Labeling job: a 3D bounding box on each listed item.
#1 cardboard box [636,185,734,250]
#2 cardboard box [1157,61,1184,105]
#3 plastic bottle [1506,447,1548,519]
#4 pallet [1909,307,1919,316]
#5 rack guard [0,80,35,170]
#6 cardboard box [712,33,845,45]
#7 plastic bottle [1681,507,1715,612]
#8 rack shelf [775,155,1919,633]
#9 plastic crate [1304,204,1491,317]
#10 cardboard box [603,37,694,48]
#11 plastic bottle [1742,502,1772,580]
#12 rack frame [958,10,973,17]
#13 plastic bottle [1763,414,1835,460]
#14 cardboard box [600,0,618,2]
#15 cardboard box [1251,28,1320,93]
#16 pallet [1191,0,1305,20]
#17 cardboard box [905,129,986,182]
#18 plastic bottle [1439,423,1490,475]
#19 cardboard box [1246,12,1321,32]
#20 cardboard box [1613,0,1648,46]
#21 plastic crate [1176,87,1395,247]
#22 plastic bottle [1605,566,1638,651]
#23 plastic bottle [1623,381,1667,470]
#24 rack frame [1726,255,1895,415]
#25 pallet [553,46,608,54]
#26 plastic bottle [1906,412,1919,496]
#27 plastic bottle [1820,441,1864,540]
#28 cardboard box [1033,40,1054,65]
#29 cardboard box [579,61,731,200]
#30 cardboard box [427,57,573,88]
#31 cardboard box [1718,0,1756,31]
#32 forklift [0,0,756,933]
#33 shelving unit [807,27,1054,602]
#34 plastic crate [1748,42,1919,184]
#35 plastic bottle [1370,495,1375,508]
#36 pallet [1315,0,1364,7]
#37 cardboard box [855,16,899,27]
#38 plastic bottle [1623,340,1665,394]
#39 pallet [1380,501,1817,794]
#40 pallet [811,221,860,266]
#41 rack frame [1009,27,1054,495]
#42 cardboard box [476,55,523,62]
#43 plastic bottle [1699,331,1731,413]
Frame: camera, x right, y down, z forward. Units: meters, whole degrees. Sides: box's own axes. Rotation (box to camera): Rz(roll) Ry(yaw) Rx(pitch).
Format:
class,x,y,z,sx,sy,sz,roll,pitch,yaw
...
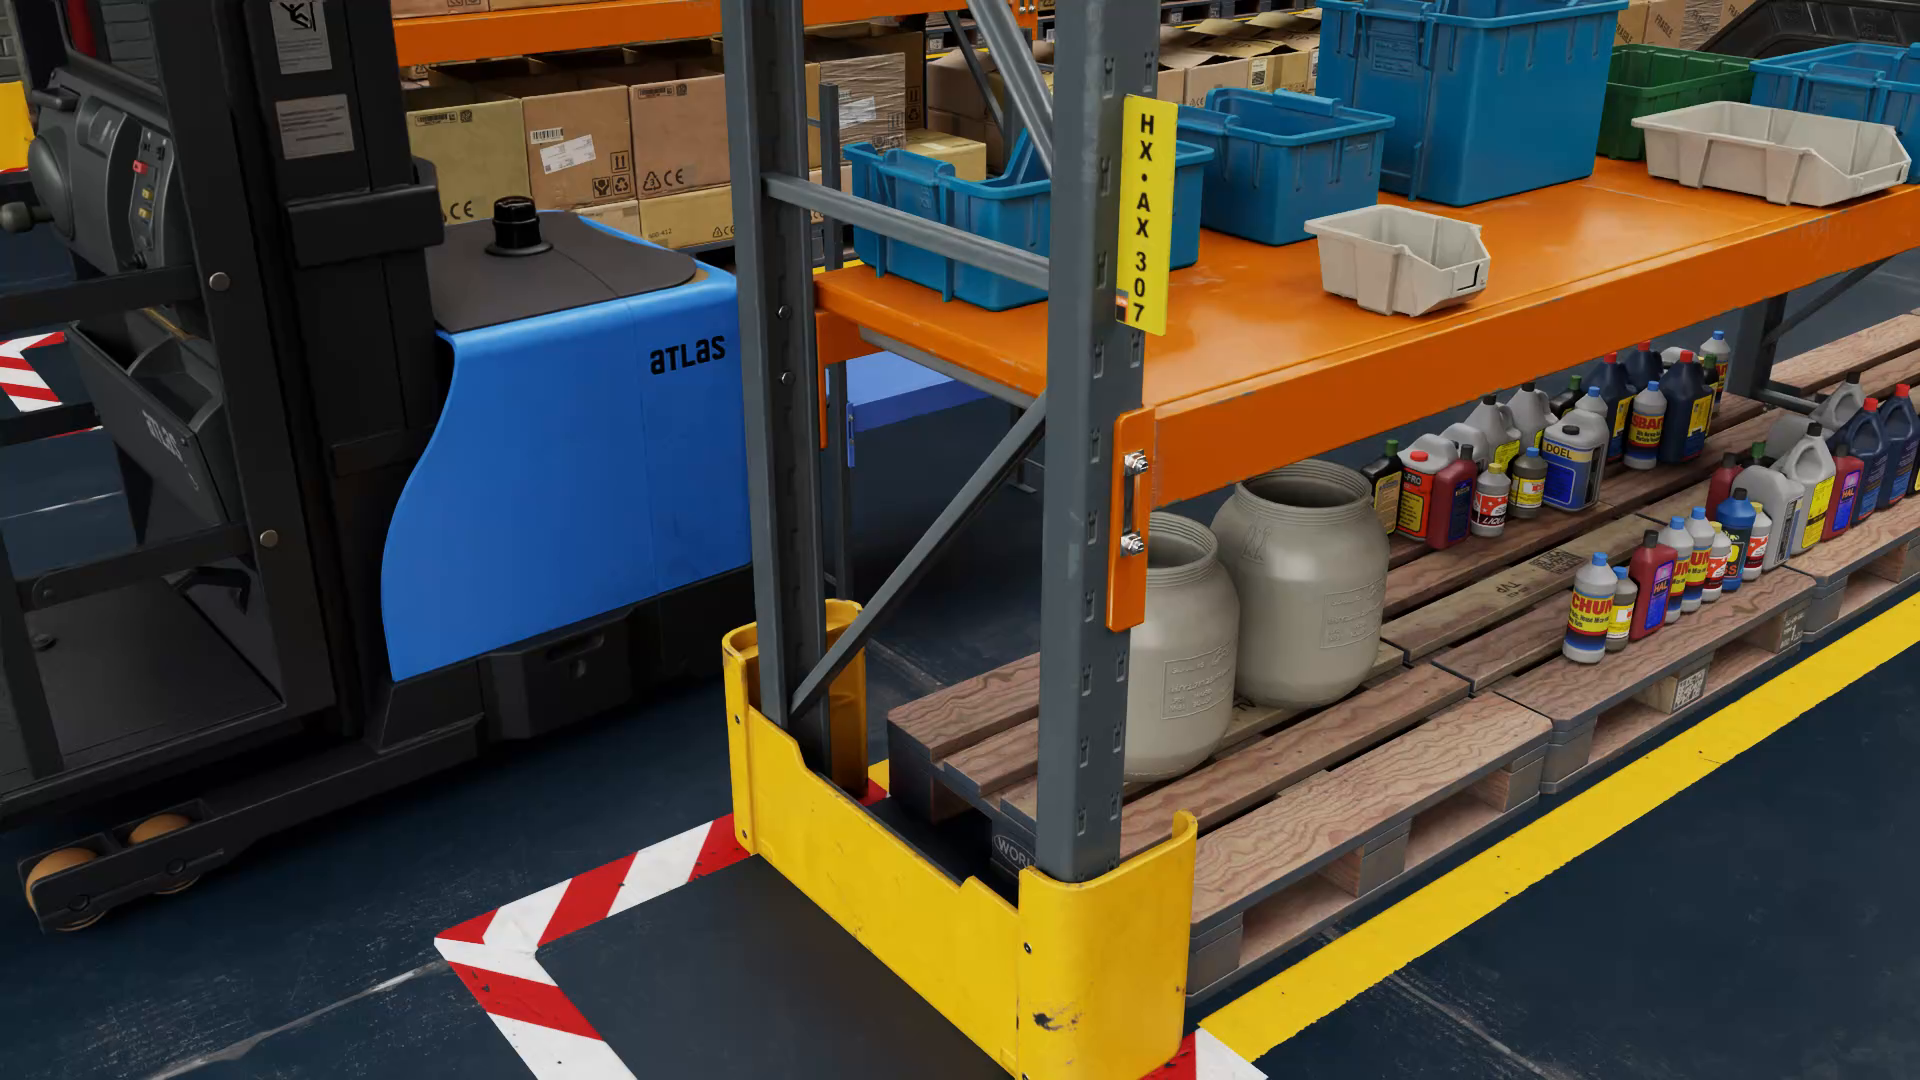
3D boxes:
class,x,y,z,sx,sy,sz,roll,pitch,yaw
cardboard box,-1.389,-1.551,7.797,0.500,0.250,0.500,-18,31,-34
cardboard box,0.894,-2.543,9.268,0.500,0.311,0.500,-19,31,-35
plastic bottle,1.660,-0.172,4.860,0.097,0.201,0.097,0,25,0
pallet,4.627,-0.821,6.769,1.213,0.211,1.003,-18,31,-34
rack guard,-6.129,-2.679,10.430,0.348,0.500,1.175,-18,31,-34
cardboard box,-0.928,-2.327,8.577,0.500,0.500,0.500,-18,31,-34
plastic bottle,1.892,0.044,4.311,0.097,0.271,0.097,0,25,0
rack shelf,1.498,-0.705,4.060,4.000,0.370,1.077,-18,31,-34
plastic crate,0.827,-0.518,3.116,0.250,0.136,0.298,-18,31,-34
cardboard box,-2.472,-4.095,12.957,0.500,0.500,0.700,-17,30,-32
plastic bottle,2.131,-0.004,4.496,0.097,0.201,0.097,0,25,0
rack frame,0.106,-5.872,14.338,0.127,3.000,1.000,-18,31,-34
plastic bottle,2.481,-0.245,4.927,0.135,0.276,0.152,-18,31,-34
cardboard box,-1.538,-2.719,7.427,0.500,0.500,0.700,-17,30,-33
cardboard box,2.102,-2.944,10.132,0.500,0.311,0.500,-18,31,-34
pallet,2.693,-5.420,16.679,1.213,0.211,1.003,-18,31,-34
cardboard box,-0.212,-1.943,8.641,0.500,0.250,0.500,-18,31,-34
plastic bottle,1.423,-0.190,4.810,0.135,0.276,0.152,-19,31,-35
cardboard box,2.164,-3.251,10.794,0.500,0.311,0.500,-19,31,-35
cardboard box,4.507,-3.587,11.863,0.500,0.500,0.500,-19,31,-35
plastic crate,0.648,-0.840,3.674,0.408,0.251,0.499,-18,31,-34
plastic bottle,1.625,0.164,4.136,0.097,0.201,0.097,0,25,0
plastic bottle,2.141,-0.363,5.187,0.097,0.271,0.097,0,25,0
rack frame,3.072,-1.551,5.028,0.127,3.000,1.000,-18,31,-34
pallet,-2.430,-3.770,13.123,1.213,0.211,1.003,-18,31,-34
plastic bottle,2.897,-0.284,5.003,0.133,0.283,0.061,-17,30,-32
plastic bottle,2.489,-0.149,4.713,0.133,0.283,0.061,-16,29,-31
cardboard box,0.566,-2.728,9.665,0.500,0.311,0.500,-17,30,-33
cardboard box,-1.388,-1.891,7.639,0.500,0.500,0.500,-18,31,-34
cardboard box,-2.113,-1.939,7.742,0.500,0.500,0.500,-18,31,-34
cardboard box,5.708,-3.988,12.726,0.500,0.500,0.500,-18,30,-34
forklift,-1.969,-0.762,3.409,3.031,2.935,1.130,-20,31,-36
shelving unit,-0.067,-0.658,4.887,1.048,1.500,0.538,-18,31,-34
plastic crate,2.369,-1.106,4.246,0.616,0.251,0.499,-18,31,-34
plastic bottle,1.099,-0.064,4.627,0.097,0.201,0.097,0,25,0
pallet,3.901,-5.817,17.534,1.213,0.211,1.003,-18,31,-34
cardboard box,-0.905,-4.638,14.127,0.500,0.500,0.700,-18,31,-34
plastic bottle,2.181,-0.476,5.337,0.185,0.351,0.144,-17,30,-33
pallet,1.557,0.194,4.582,1.213,0.211,1.003,-18,31,-34
pallet,-0.633,-1.735,8.738,1.213,0.211,1.003,-18,31,-34
rack frame,0.333,-0.790,5.171,0.032,1.500,0.500,-18,31,-34
cardboard box,-3.444,-3.598,12.283,0.380,0.166,0.250,22,33,39
plastic bottle,2.551,-0.575,5.644,0.097,0.271,0.097,0,25,0
